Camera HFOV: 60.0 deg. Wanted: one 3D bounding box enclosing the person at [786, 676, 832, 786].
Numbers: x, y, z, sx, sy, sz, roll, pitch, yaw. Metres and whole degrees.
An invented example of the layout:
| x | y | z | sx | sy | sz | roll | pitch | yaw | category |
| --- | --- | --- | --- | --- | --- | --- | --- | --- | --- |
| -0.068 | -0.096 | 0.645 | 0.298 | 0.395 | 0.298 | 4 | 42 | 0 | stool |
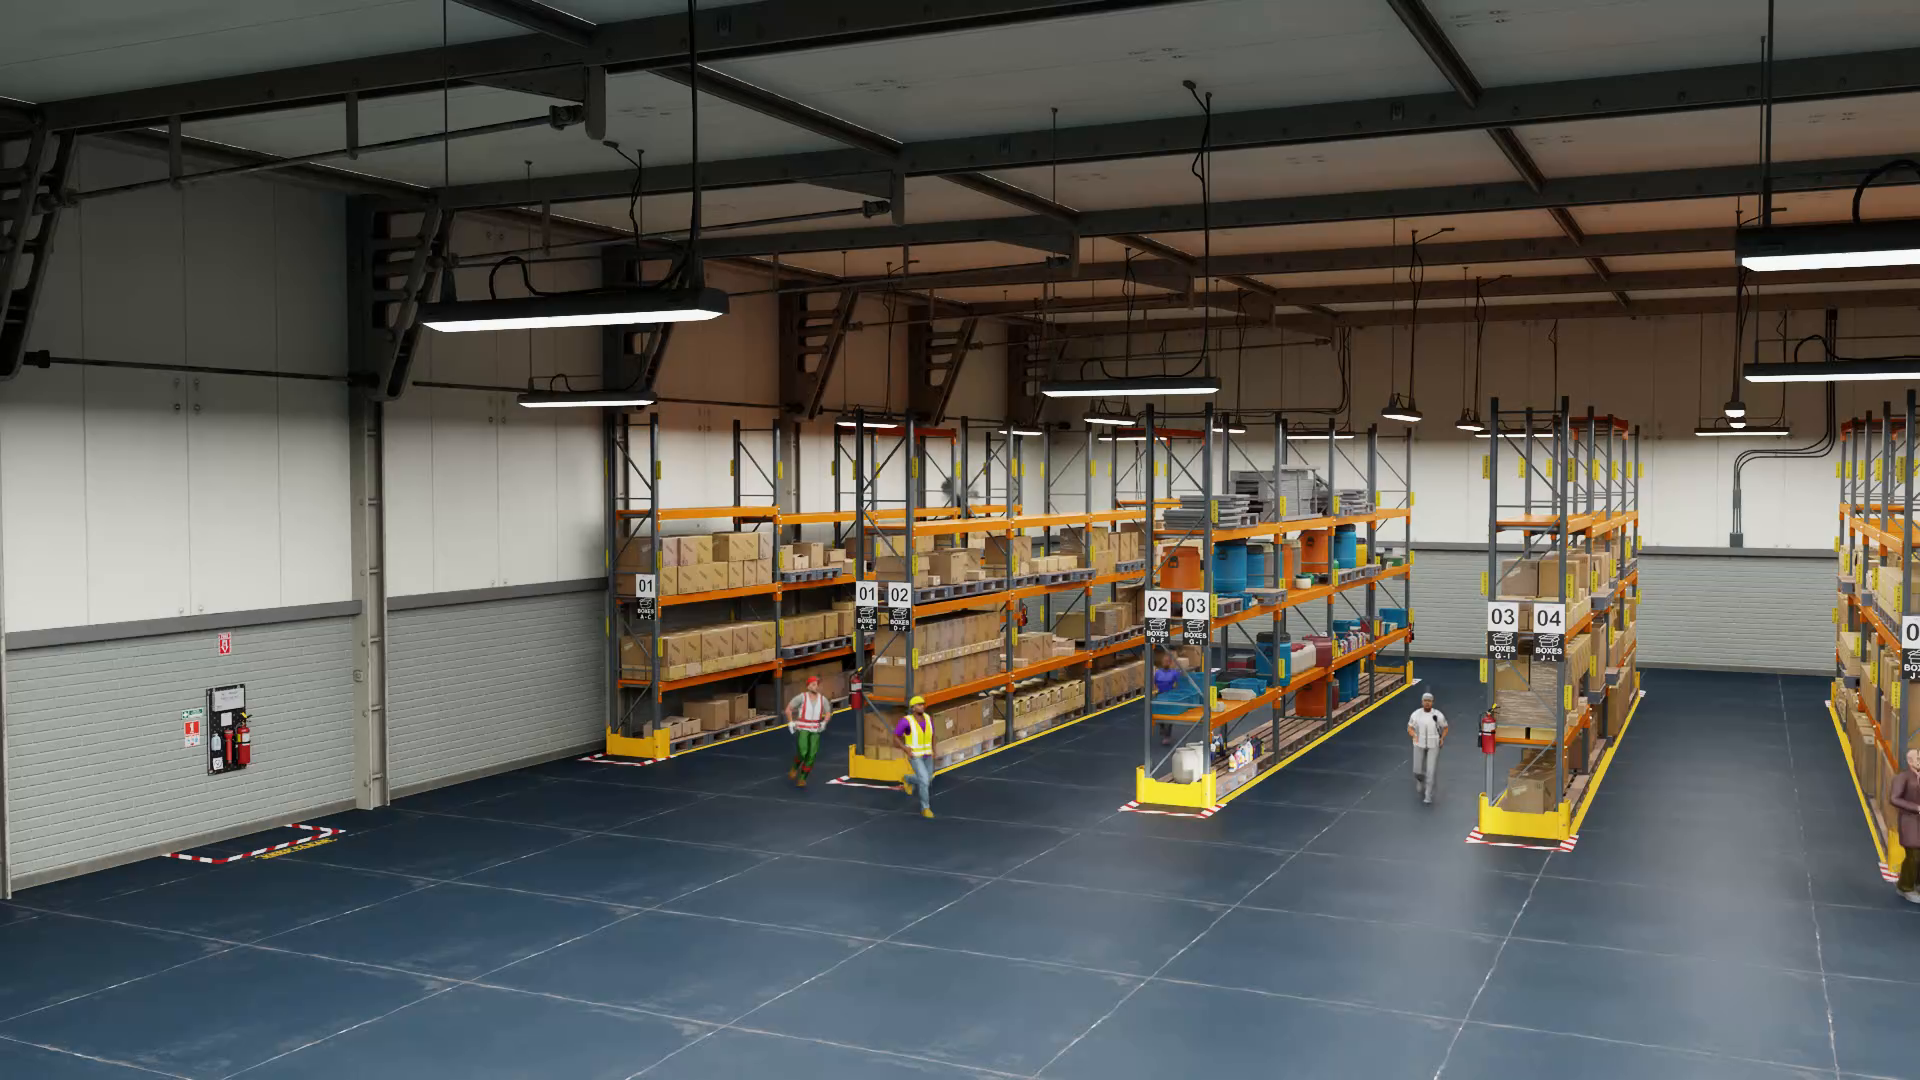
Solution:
| x | y | z | sx | sy | sz | roll | pitch | yaw | category |
| --- | --- | --- | --- | --- | --- | --- | --- | --- | --- |
| -2.365 | 3.031 | 26.407 | 0.708 | 1.725 | 0.520 | -1 | 3 | -24 | person |

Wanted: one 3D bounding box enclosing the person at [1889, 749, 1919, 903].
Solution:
| x | y | z | sx | sy | sz | roll | pitch | yaw | category |
| --- | --- | --- | --- | --- | --- | --- | --- | --- | --- |
| 11.141 | 3.323 | 19.249 | 0.762 | 1.775 | 0.643 | -1 | 2 | -16 | person |

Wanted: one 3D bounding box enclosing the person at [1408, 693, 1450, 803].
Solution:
| x | y | z | sx | sy | sz | roll | pitch | yaw | category |
| --- | --- | --- | --- | --- | --- | --- | --- | --- | --- |
| 7.098 | 3.129 | 25.216 | 0.613 | 1.621 | 0.685 | 1 | 3 | 20 | person |

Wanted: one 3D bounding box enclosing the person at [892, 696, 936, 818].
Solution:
| x | y | z | sx | sy | sz | roll | pitch | yaw | category |
| --- | --- | --- | --- | --- | --- | --- | --- | --- | --- |
| -0.635 | 3.140 | 24.257 | 0.700 | 1.737 | 0.837 | -2 | 3 | -42 | person |

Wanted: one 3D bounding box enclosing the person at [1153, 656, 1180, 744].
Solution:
| x | y | z | sx | sy | sz | roll | pitch | yaw | category |
| --- | --- | --- | --- | --- | --- | --- | --- | --- | --- |
| 3.774 | 2.921 | 30.433 | 0.588 | 1.606 | 0.563 | 1 | 2 | 16 | person |
